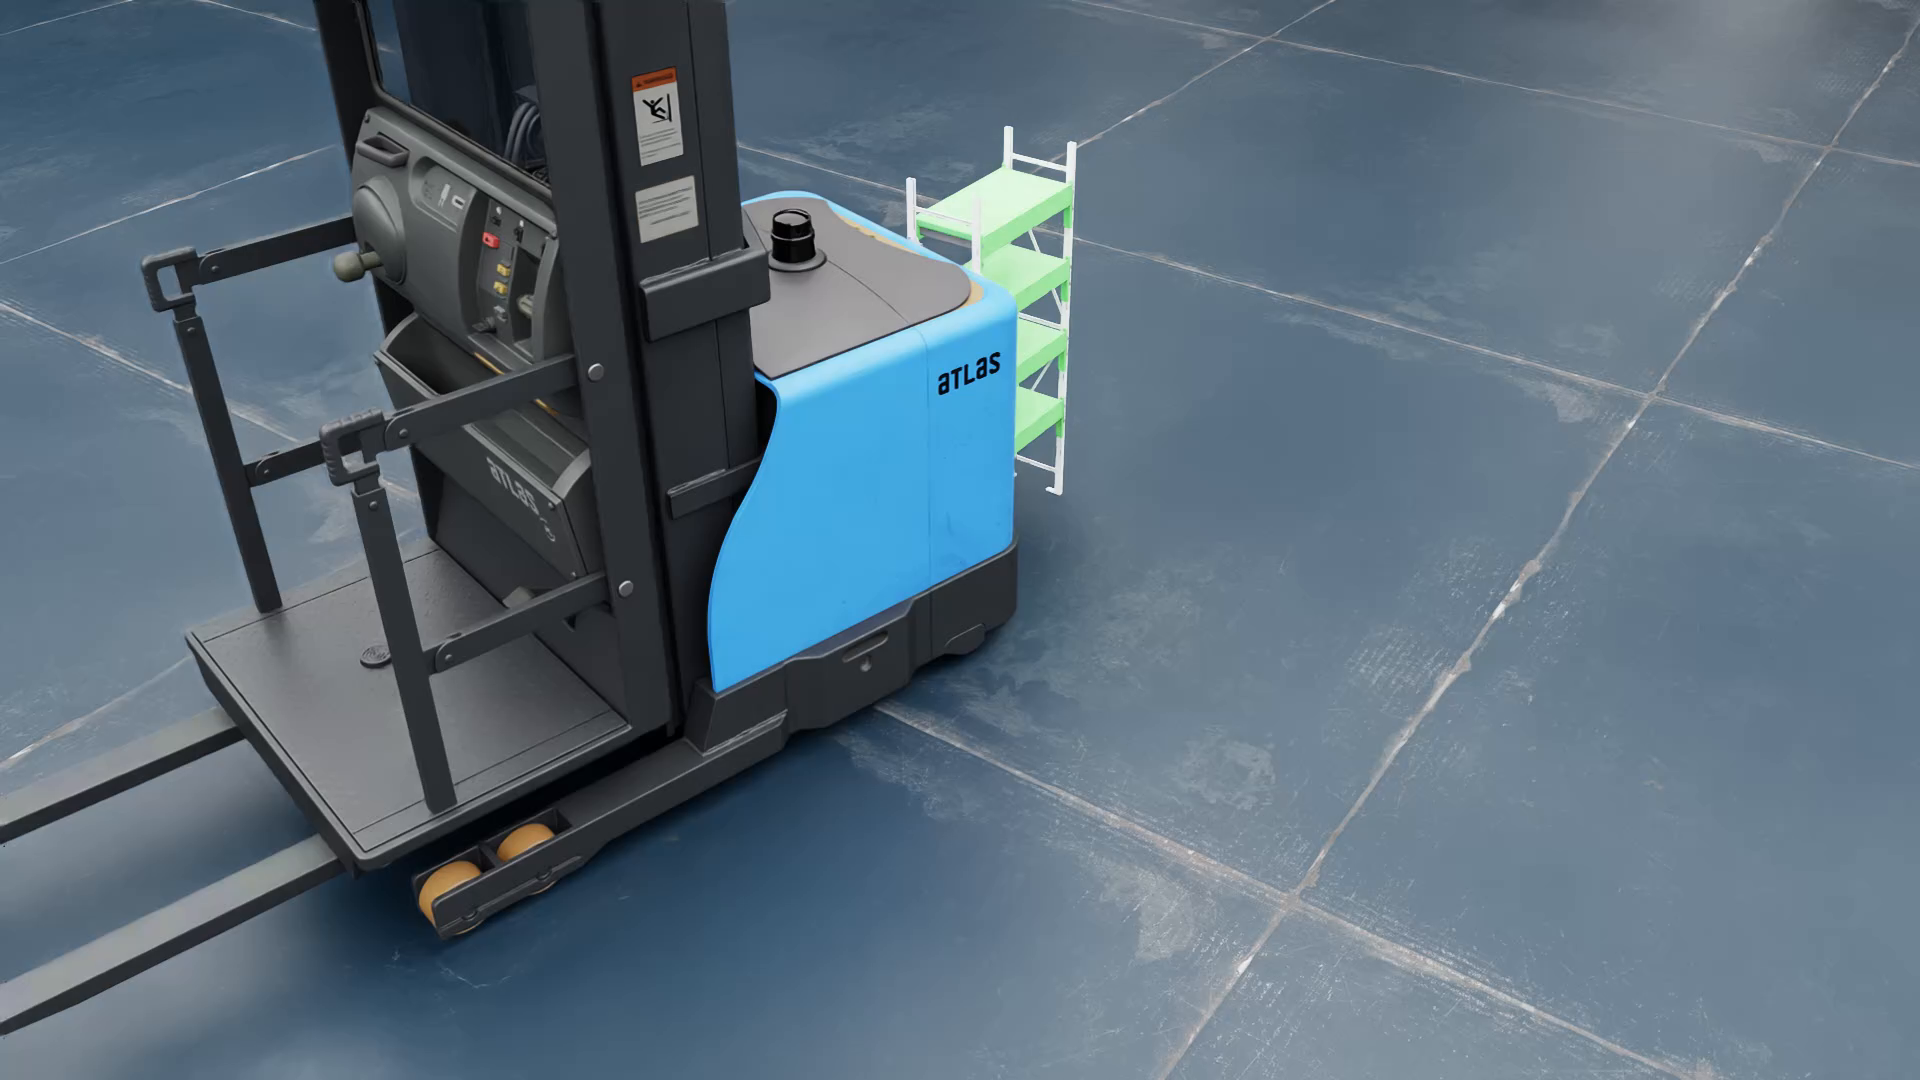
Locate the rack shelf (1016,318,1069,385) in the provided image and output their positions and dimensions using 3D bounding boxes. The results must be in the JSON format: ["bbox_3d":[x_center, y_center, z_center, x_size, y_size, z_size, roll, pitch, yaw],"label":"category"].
[{"bbox_3d":[0.094,-0.520,5.062,0.258,0.148,0.480,21,39,28],"label":"rack shelf"}]

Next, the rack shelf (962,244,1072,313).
[{"bbox_3d":[0.094,-0.719,4.928,0.258,0.148,0.480,21,39,28],"label":"rack shelf"}]

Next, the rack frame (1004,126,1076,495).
[{"bbox_3d":[0.234,-0.685,5.193,0.240,1.200,0.015,21,39,28],"label":"rack frame"}]

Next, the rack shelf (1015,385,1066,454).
[{"bbox_3d":[0.094,-0.321,5.197,0.258,0.148,0.480,21,39,28],"label":"rack shelf"}]

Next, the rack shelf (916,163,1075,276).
[{"bbox_3d":[0.094,-0.918,4.793,0.258,0.148,0.480,21,39,28],"label":"rack shelf"}]

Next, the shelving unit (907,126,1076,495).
[{"bbox_3d":[0.094,-0.573,5.027,0.258,1.200,0.503,21,39,28],"label":"shelving unit"}]

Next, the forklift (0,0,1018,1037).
[{"bbox_3d":[-1.282,-0.627,3.561,3.031,2.935,1.130,-26,42,-33],"label":"forklift"}]

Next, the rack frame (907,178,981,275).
[{"bbox_3d":[-0.045,-0.461,4.860,0.240,1.200,0.015,21,39,28],"label":"rack frame"}]
